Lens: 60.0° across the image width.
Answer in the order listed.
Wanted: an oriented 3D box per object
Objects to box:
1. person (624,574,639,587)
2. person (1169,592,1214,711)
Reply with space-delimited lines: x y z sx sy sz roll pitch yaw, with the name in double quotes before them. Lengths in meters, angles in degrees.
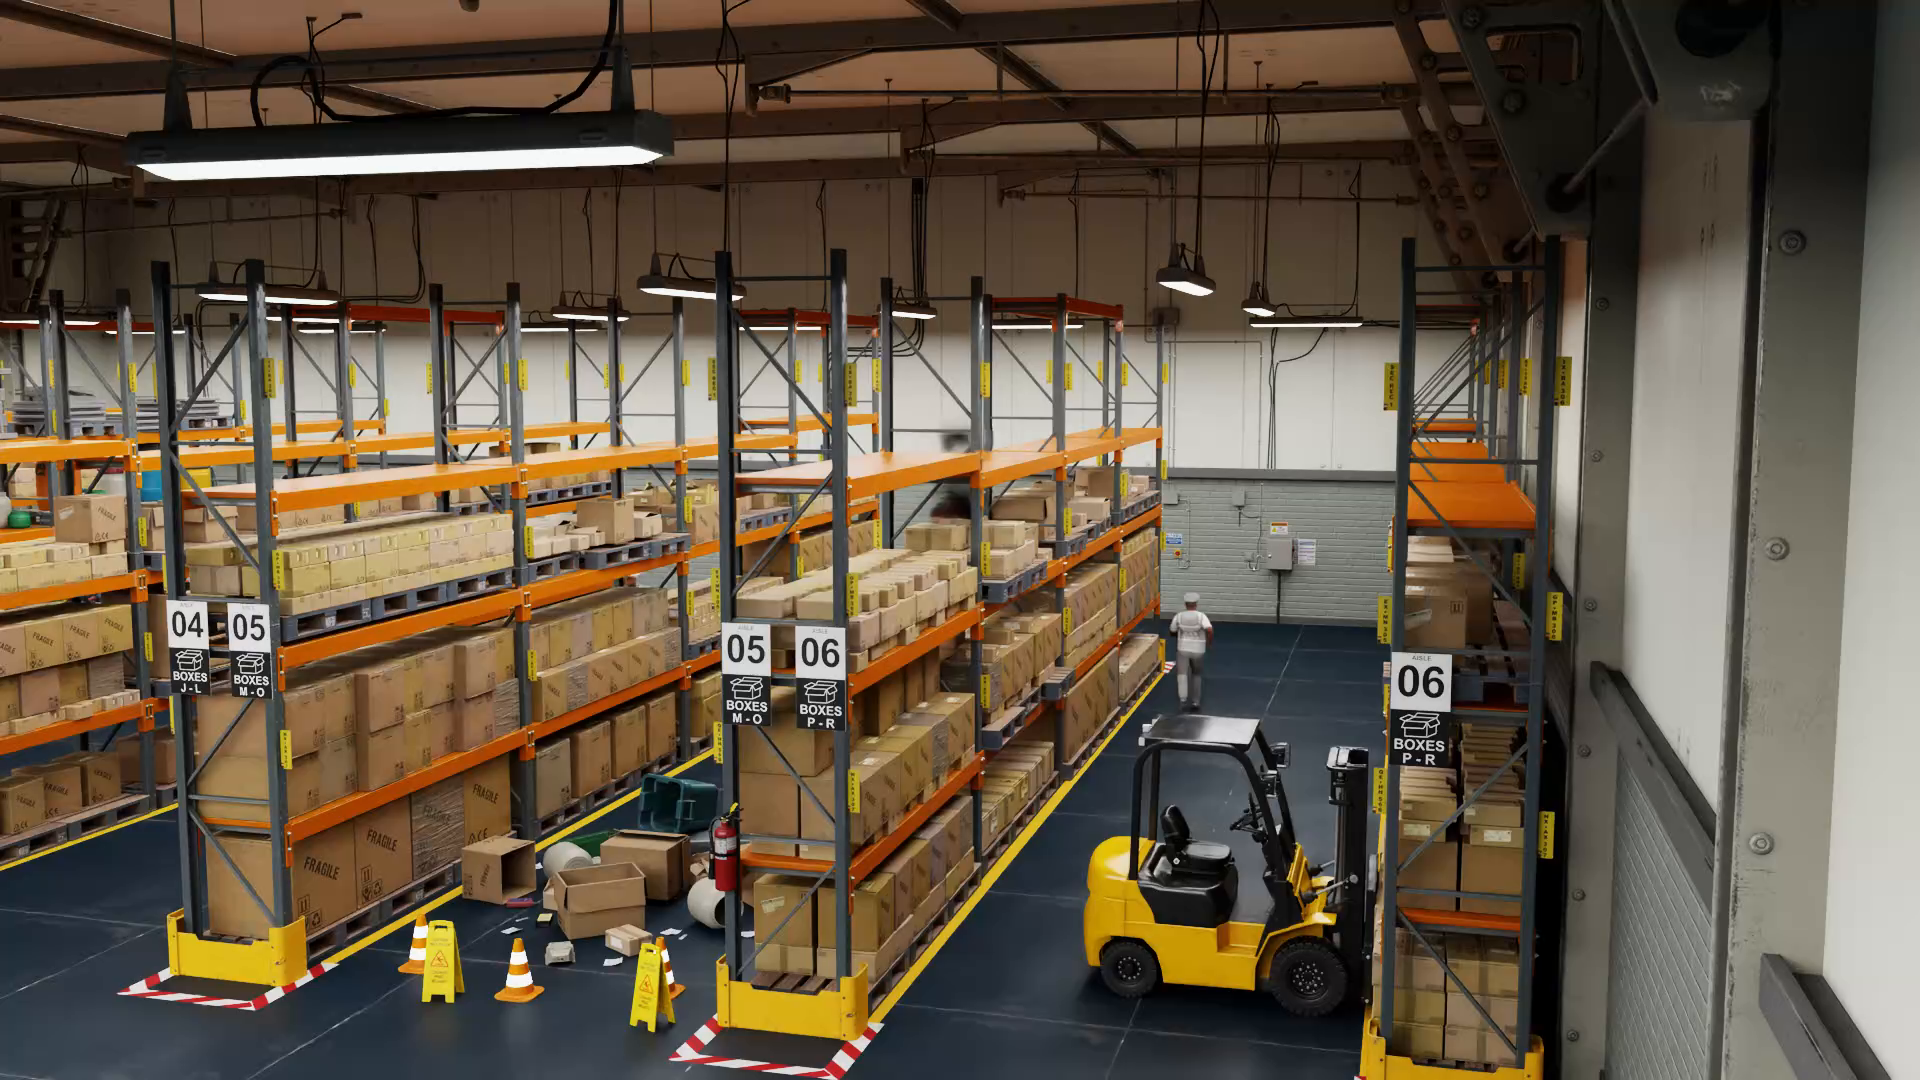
"person" -5.555 1.352 28.060 0.647 1.728 0.618 1 6 9
"person" 3.421 1.655 24.654 0.662 1.768 0.989 1 6 8
